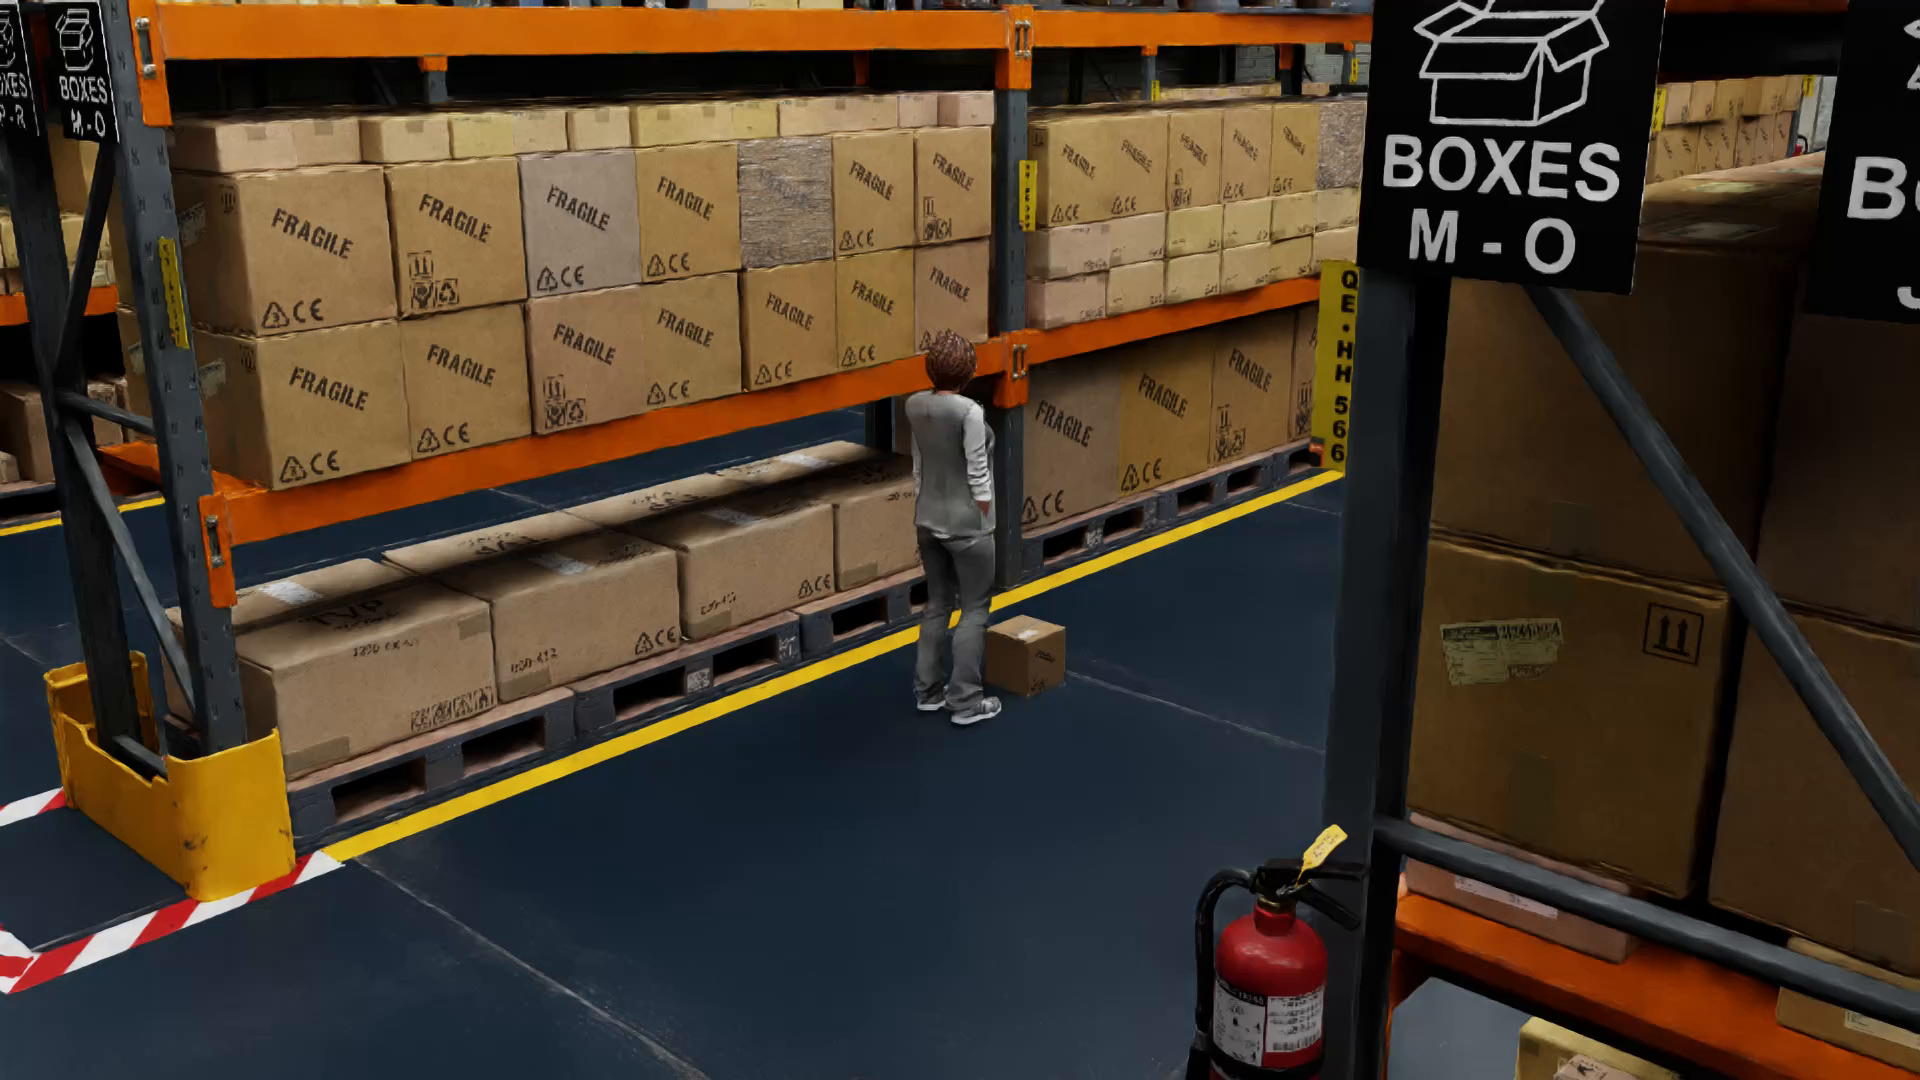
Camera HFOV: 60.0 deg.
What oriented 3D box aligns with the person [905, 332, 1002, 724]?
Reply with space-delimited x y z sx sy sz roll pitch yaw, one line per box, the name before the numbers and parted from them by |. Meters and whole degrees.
person | -0.034 -0.048 6.728 0.407 1.594 0.299 15 23 40
